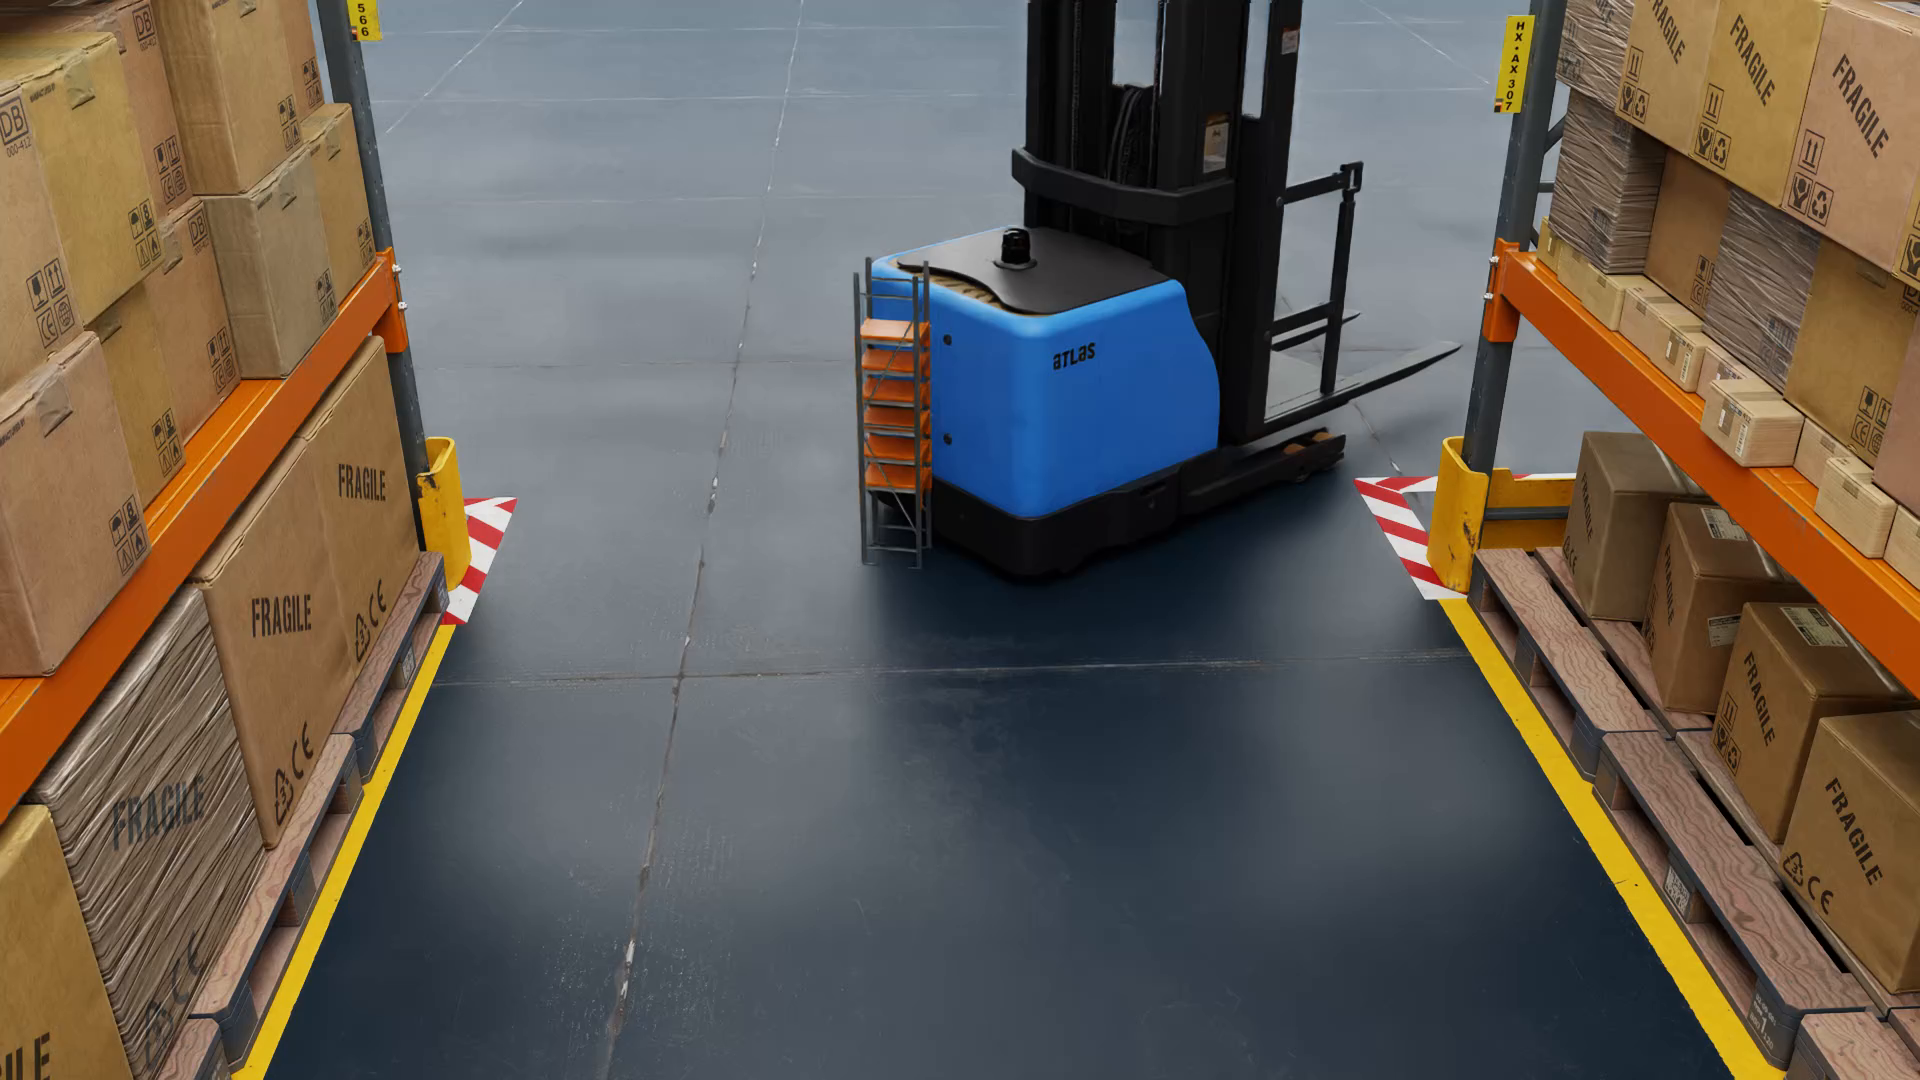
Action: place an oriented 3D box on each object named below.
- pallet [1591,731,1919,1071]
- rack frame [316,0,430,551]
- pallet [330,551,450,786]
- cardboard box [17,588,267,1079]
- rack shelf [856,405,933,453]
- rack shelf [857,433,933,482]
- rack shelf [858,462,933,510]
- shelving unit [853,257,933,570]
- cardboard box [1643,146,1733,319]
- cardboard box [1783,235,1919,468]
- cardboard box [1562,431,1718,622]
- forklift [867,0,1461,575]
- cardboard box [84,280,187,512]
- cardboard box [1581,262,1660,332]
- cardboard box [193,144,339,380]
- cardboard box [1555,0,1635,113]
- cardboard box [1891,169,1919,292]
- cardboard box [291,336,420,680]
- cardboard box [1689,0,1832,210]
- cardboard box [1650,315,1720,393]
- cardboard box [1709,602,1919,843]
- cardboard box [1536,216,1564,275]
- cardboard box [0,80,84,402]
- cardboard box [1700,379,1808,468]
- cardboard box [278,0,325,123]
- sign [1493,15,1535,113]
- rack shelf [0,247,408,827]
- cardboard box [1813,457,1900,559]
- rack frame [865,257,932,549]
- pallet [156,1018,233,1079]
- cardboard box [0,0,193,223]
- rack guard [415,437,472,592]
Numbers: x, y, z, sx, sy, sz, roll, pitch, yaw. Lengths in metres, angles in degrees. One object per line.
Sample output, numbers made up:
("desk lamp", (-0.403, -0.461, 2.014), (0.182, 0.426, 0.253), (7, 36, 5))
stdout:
("pallet", (2.512, 0.954, 4.692), (1.003, 0.211, 1.213), (-1, 28, -3))
("rack frame", (-2.518, -1.182, 5.773), (1.000, 3.000, 0.127), (-1, 28, -3))
("pallet", (-2.398, 0.422, 5.713), (1.003, 0.211, 1.213), (-1, 28, -3))
("cardboard box", (-2.323, 0.713, 3.983), (0.875, 0.875, 0.875), (-1, 28, -2))
("rack shelf", (-0.250, -0.427, 6.367), (0.258, 0.103, 0.180), (5, 28, 10))
("rack shelf", (-0.250, -0.320, 6.422), (0.258, 0.103, 0.180), (5, 28, 10))
("rack shelf", (-0.250, -0.214, 6.478), (0.258, 0.103, 0.180), (5, 28, 10))
("shelving unit", (-0.250, -0.466, 6.346), (0.258, 1.200, 0.189), (5, 28, 10))
("cardboard box", (2.587, -0.949, 4.895), (0.875, 0.500, 0.500), (-1, 28, -3))
("cardboard box", (2.585, -0.486, 4.007), (0.875, 0.500, 0.500), (-1, 28, -3))
("cardboard box", (2.456, -0.044, 5.840), (0.500, 0.500, 0.500), (4, 28, 7))
("forklift", (1.068, -1.716, 6.871), (3.031, 2.935, 1.130), (-21, 34, -35))
("cardboard box", (-2.430, -0.319, 3.956), (0.875, 0.550, 0.500), (-1, 28, -3))
("cardboard box", (2.209, -0.775, 5.263), (0.380, 0.149, 0.250), (-1, 28, -3))
("cardboard box", (-2.403, -0.825, 4.926), (0.875, 0.550, 0.550), (-1, 28, -3))
("cardboard box", (2.197, -1.614, 5.090), (0.500, 0.500, 0.500), (-1, 28, -3))
("cardboard box", (2.298, -0.690, 3.319), (0.500, 0.500, 0.500), (-1, 28, -3))
("cardboard box", (-2.417, -0.115, 5.569), (0.875, 0.875, 0.875), (-1, 28, -2))
("cardboard box", (2.243, -1.152, 4.204), (0.500, 0.500, 0.500), (-1, 28, -3))
("cardboard box", (2.249, -0.544, 4.821), (0.380, 0.149, 0.250), (-1, 28, -3))
("cardboard box", (2.535, 0.521, 4.757), (0.500, 0.500, 0.500), (1, 28, 2))
("cardboard box", (2.217, -1.006, 5.707), (0.380, 0.149, 0.250), (-1, 28, -3))
("cardboard box", (-2.330, -0.555, 3.241), (0.875, 0.550, 0.550), (-1, 28, -3))
("cardboard box", (2.198, -0.311, 4.375), (0.380, 0.149, 0.250), (-1, 28, -3))
("cardboard box", (-2.538, -1.555, 5.158), (0.875, 0.550, 0.550), (-1, 28, -3))
("sign", (1.898, -1.626, 5.687), (0.100, 0.325, 0.005), (-1, 28, -3))
("rack shelf", (-2.414, 0.061, 4.168), (1.077, 0.370, 4.000), (-1, 28, -3))
("cardboard box", (2.281, -0.082, 3.935), (0.380, 0.149, 0.250), (-1, 28, -3))
("rack frame", (-0.233, -0.508, 6.426), (0.240, 1.200, 0.006), (5, 28, 10))
("pallet", (-2.271, 1.549, 3.553), (1.003, 0.211, 1.213), (-1, 28, -3))
("cardboard box", (-2.523, -1.041, 4.173), (0.875, 0.550, 0.550), (-1, 28, -3))
("rack guard", (-2.520, -0.085, 6.372), (1.175, 0.500, 0.348), (-1, 28, -3))
